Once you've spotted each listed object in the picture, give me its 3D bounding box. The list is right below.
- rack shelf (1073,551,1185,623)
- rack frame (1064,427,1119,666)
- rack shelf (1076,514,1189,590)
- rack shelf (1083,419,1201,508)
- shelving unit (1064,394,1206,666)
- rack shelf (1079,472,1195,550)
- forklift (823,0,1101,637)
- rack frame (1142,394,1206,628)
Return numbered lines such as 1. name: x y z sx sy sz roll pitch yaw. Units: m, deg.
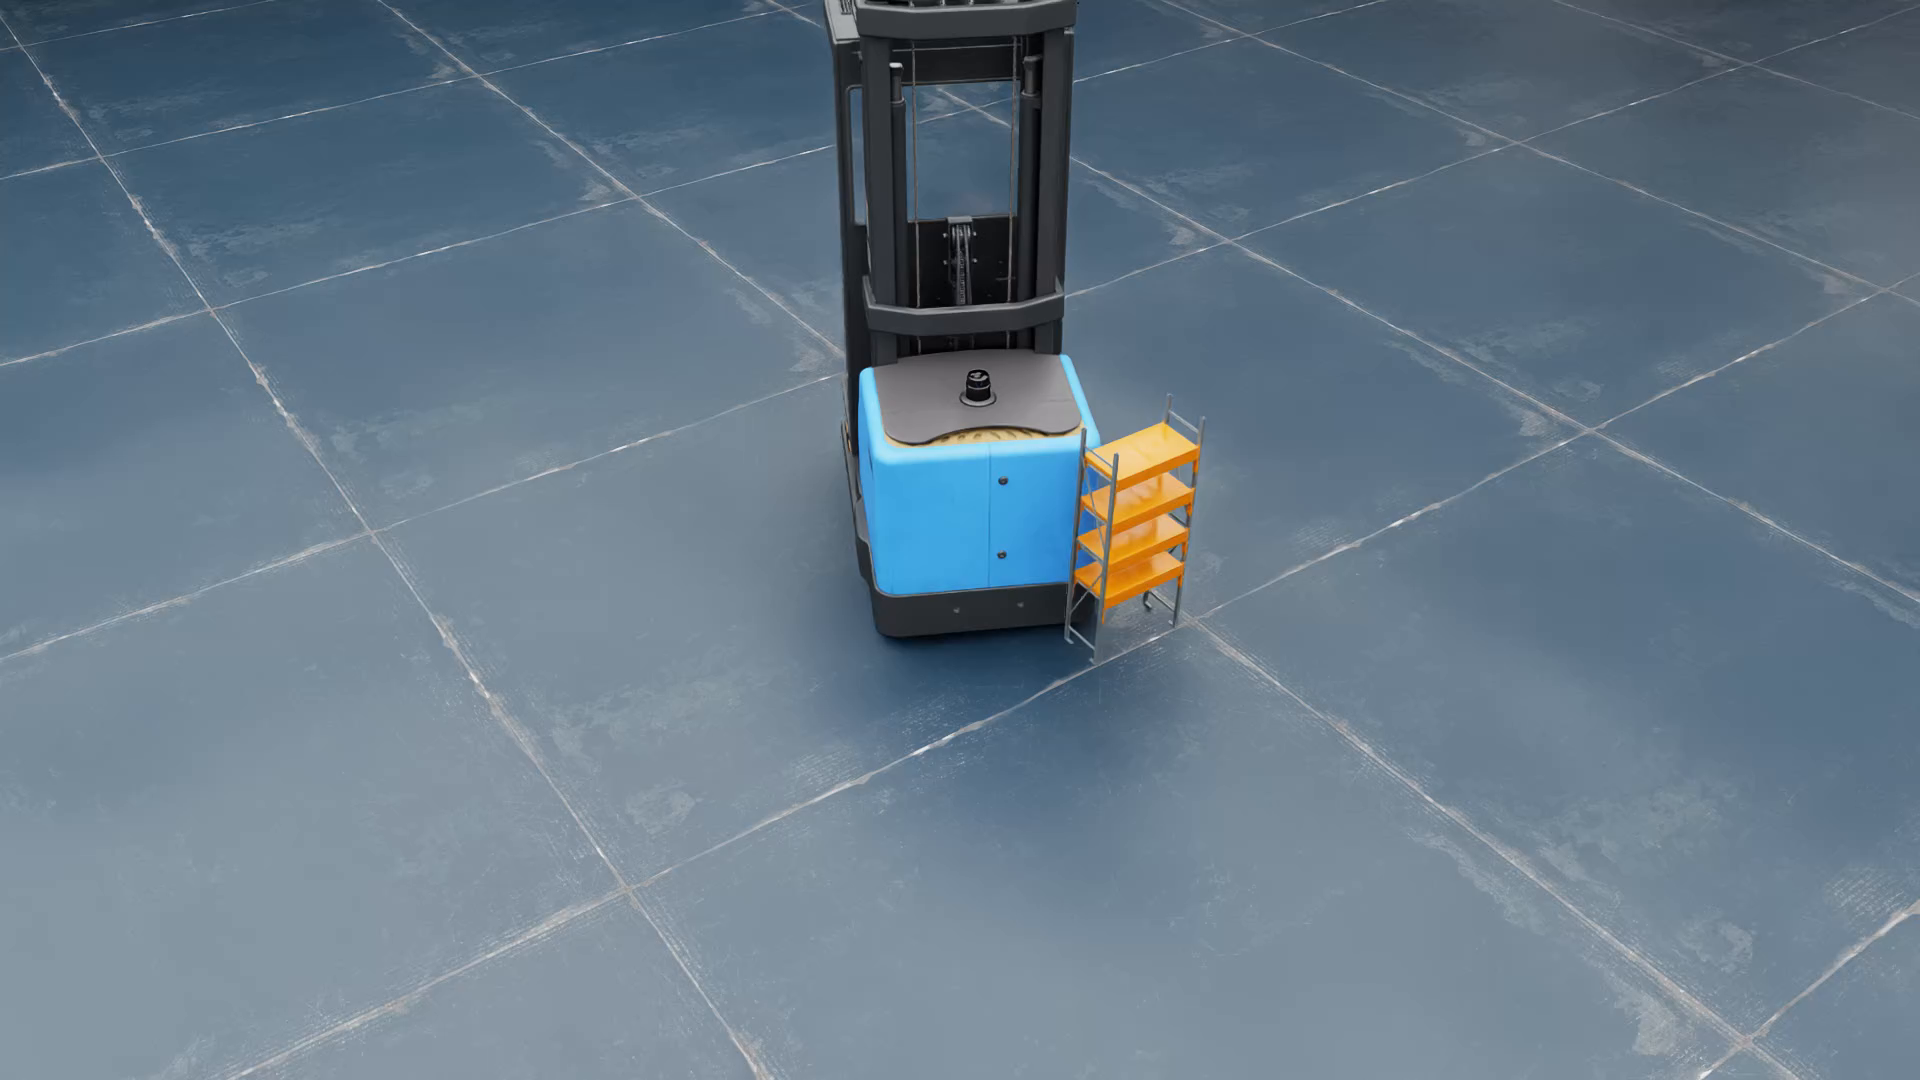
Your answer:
1. rack shelf: 0.776 0.179 7.732 0.480 0.148 0.258 -23 44 -28
2. rack frame: 0.583 0.051 7.455 0.015 1.200 0.240 -23 44 -28
3. rack shelf: 0.781 0.022 7.611 0.480 0.148 0.258 -23 44 -28
4. rack shelf: 0.792 -0.342 7.329 0.480 0.148 0.258 -23 44 -28
5. shelving unit: 0.782 -0.031 7.570 0.503 1.200 0.258 -23 44 -28
6. rack shelf: 0.786 -0.155 7.474 0.480 0.148 0.258 -23 44 -28
7. forklift: -0.063 -1.585 8.257 1.130 2.935 3.031 -4 36 -6
8. rack frame: 0.981 -0.114 7.684 0.015 1.200 0.240 -23 44 -28
